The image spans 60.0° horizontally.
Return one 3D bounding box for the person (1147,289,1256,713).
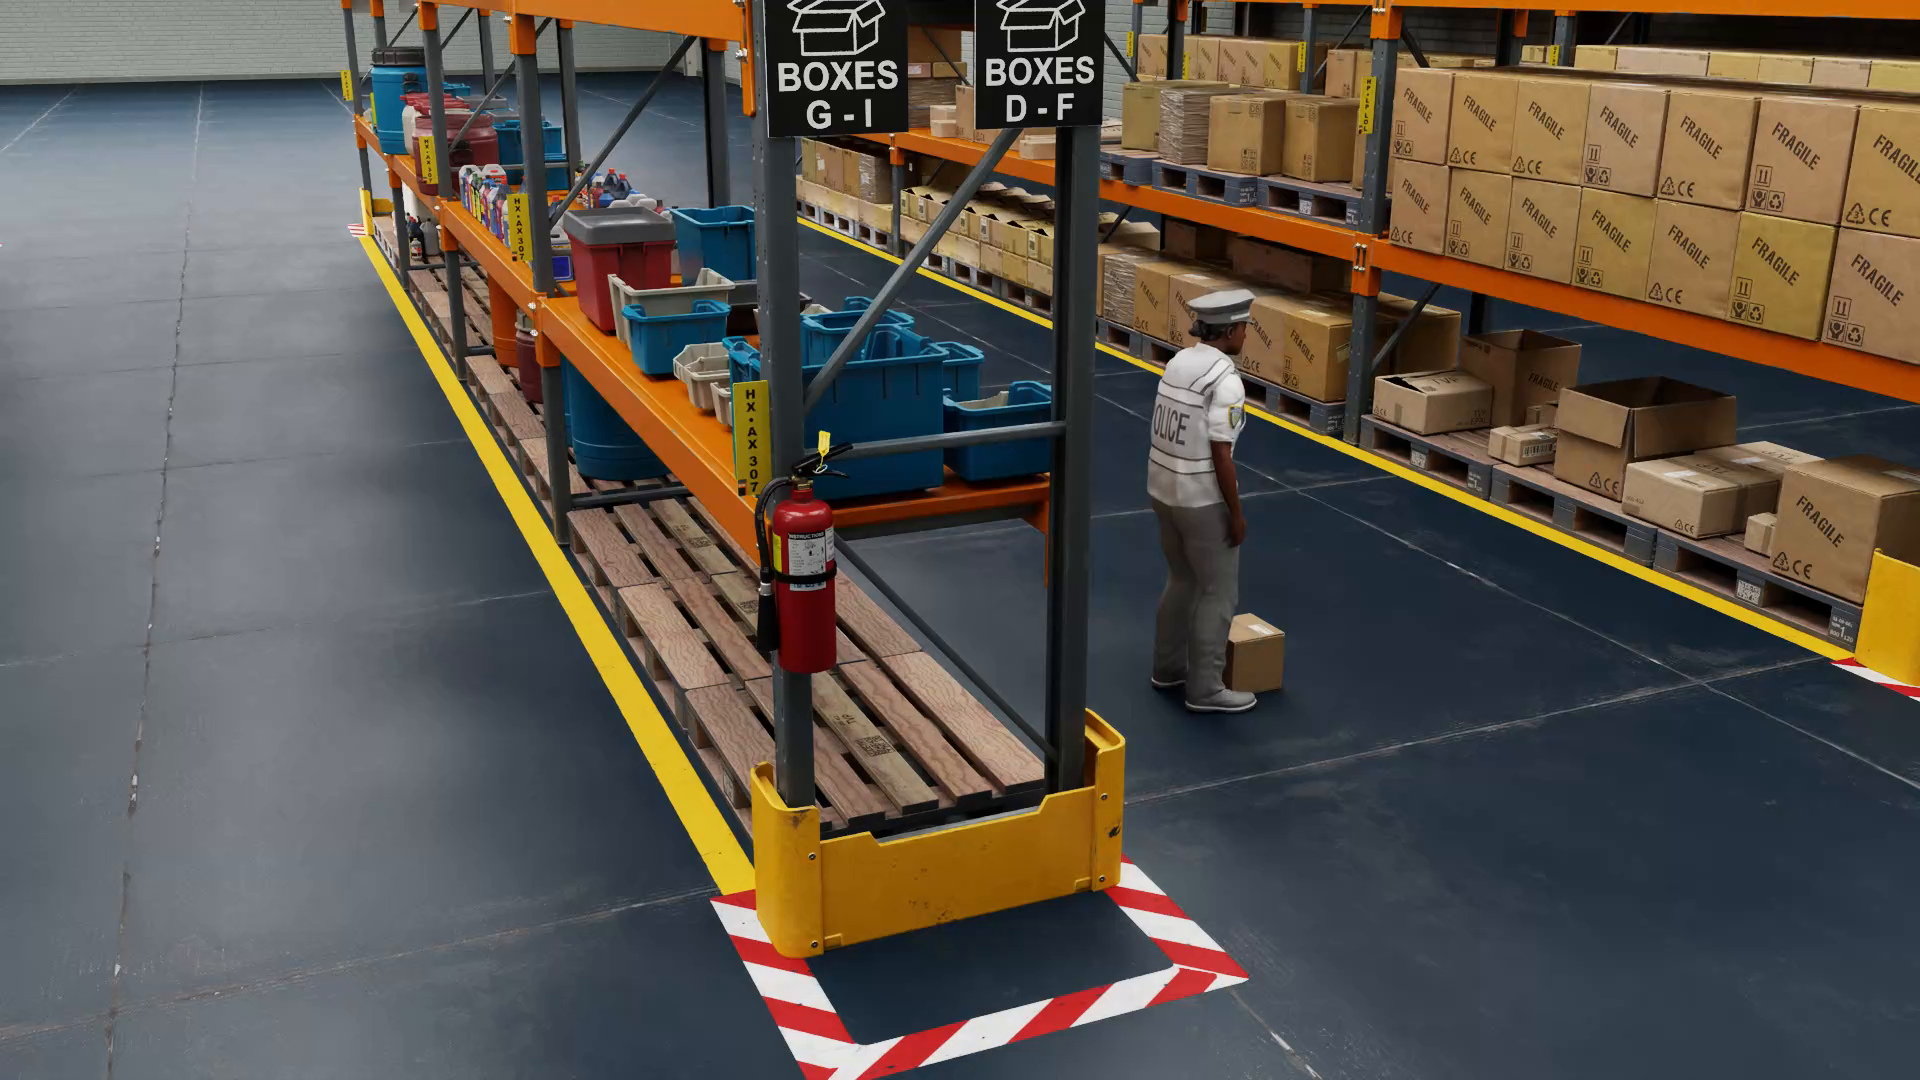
[{"bbox_3d":[0.962,-0.153,6.608,0.393,1.660,0.507,-8,20,-22],"label":"person"}]
